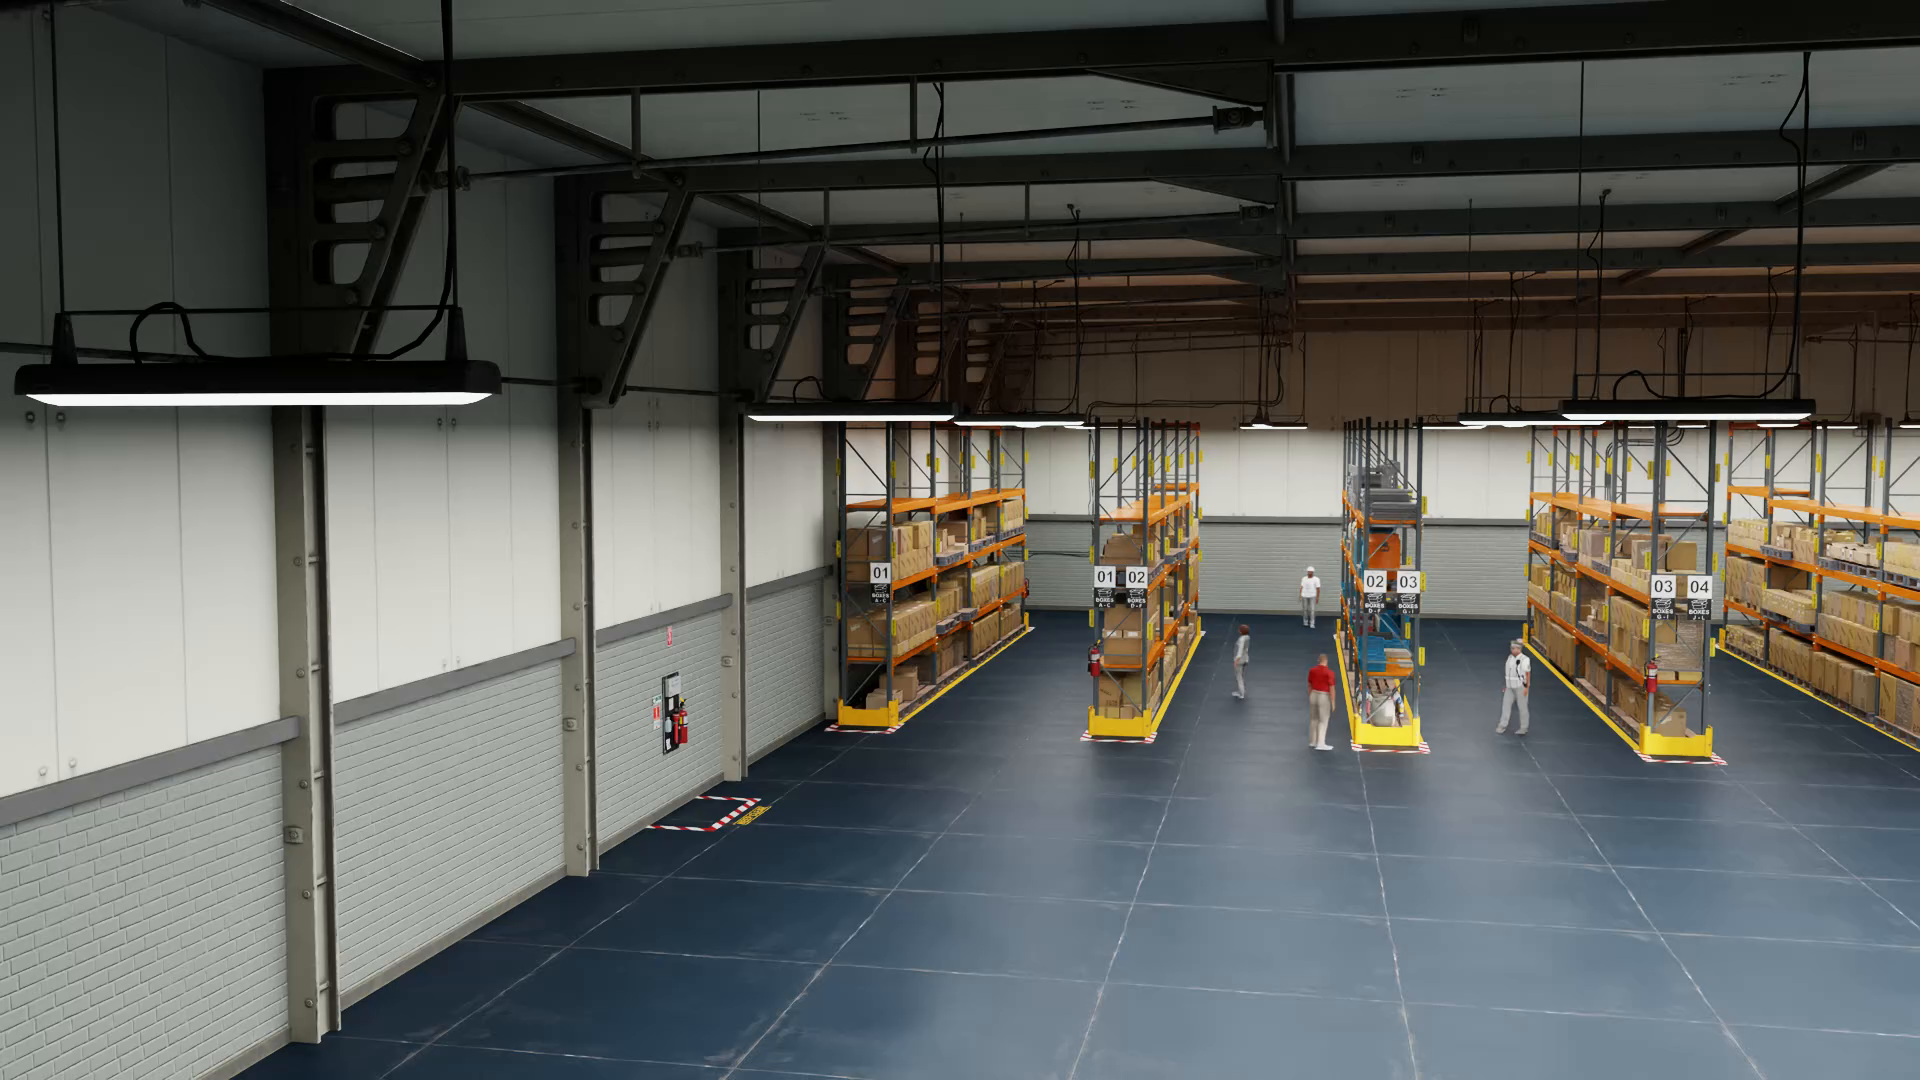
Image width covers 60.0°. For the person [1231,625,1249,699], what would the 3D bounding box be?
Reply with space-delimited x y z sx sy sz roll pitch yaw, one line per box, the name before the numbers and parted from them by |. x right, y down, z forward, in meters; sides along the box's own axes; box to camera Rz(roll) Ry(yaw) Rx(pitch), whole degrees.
person | 6.015 2.612 35.891 0.533 1.601 0.441 4 5 45

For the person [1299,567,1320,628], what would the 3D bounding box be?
person | 10.287 1.677 48.918 0.591 1.776 0.519 1 4 11

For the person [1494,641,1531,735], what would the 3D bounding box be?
person | 10.516 2.800 31.614 0.583 1.784 0.572 -2 4 -28

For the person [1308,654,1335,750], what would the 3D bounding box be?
person | 6.556 2.916 30.015 0.447 1.749 0.561 -3 5 -41

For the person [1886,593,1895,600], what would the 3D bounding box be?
person | 22.722 2.195 40.658 0.631 1.821 0.551 -1 4 -9
